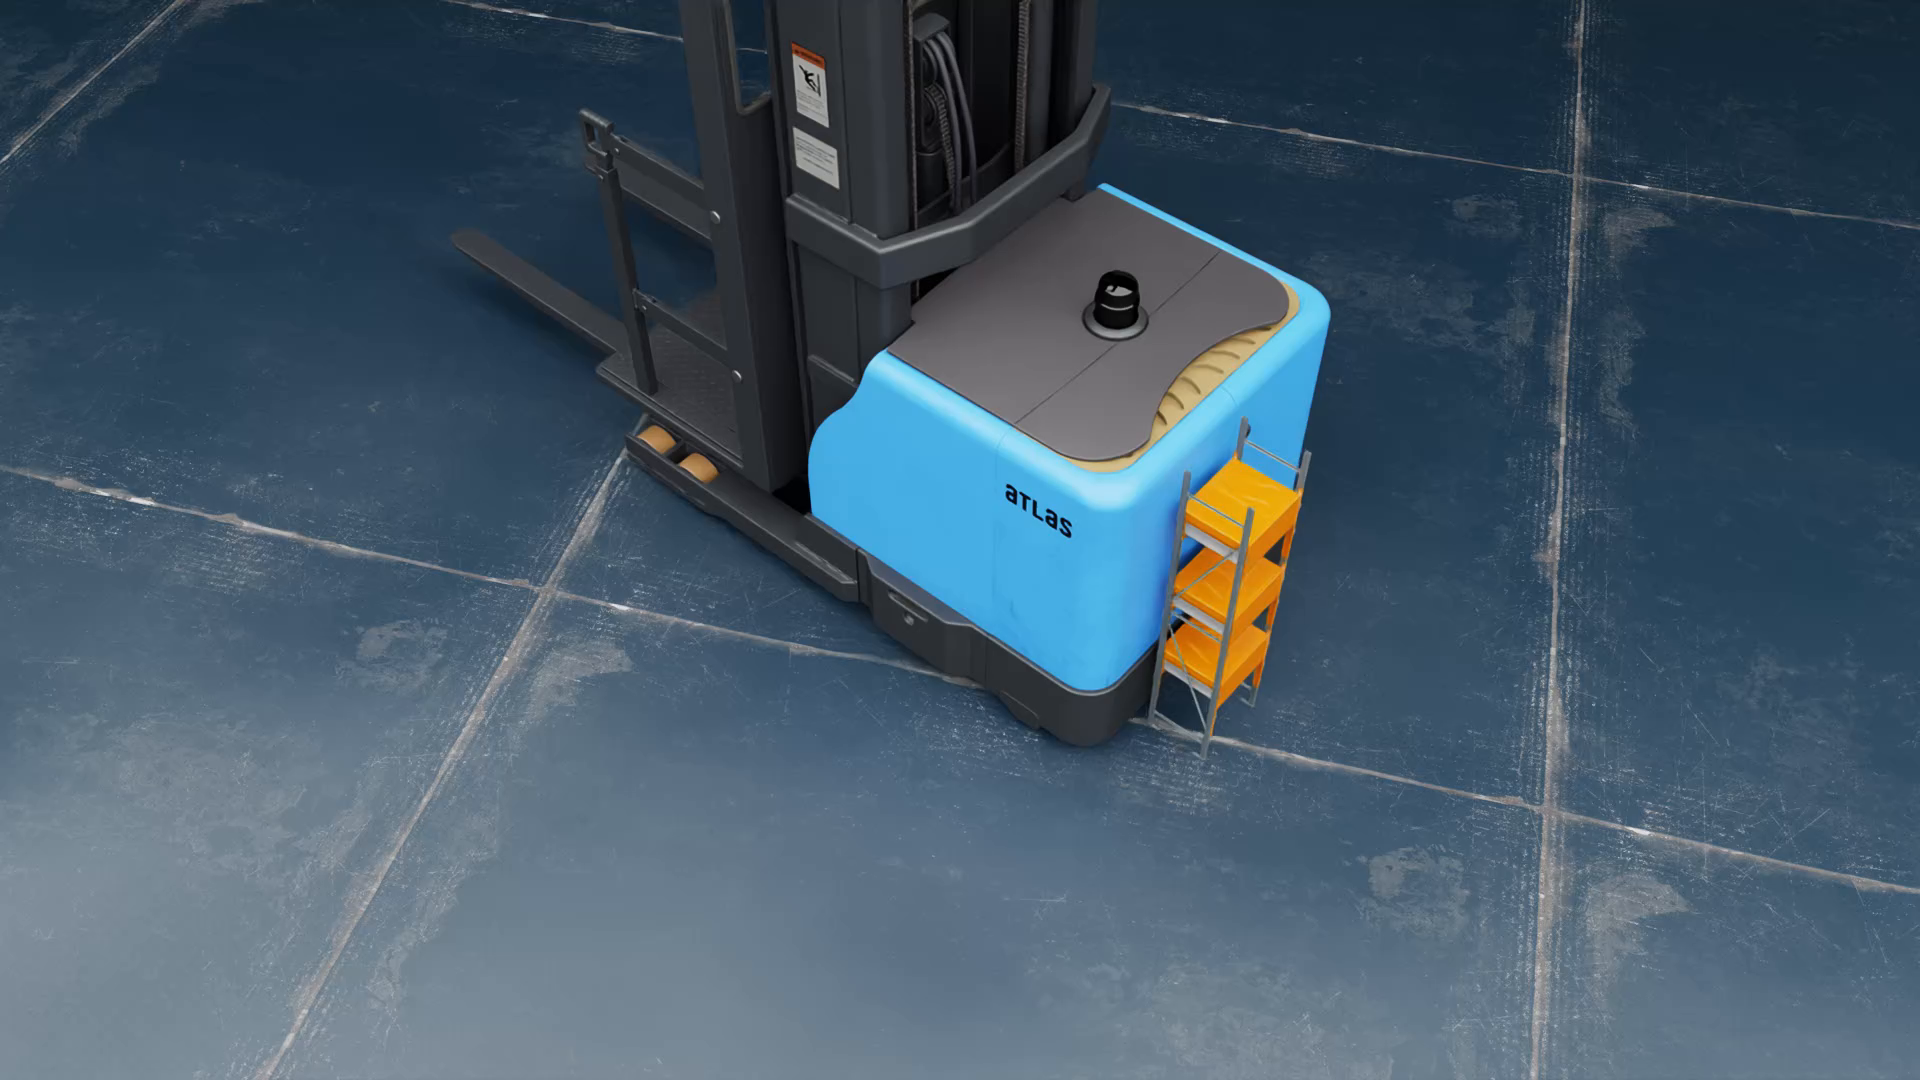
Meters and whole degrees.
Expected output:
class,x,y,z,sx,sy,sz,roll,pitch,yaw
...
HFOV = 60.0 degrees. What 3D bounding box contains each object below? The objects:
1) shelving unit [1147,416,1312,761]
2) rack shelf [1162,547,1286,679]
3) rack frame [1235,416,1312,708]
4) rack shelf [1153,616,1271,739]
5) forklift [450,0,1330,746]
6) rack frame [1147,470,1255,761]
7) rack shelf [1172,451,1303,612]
class,x,y,z,sx,sy,sz,roll,pitch,yaw
shelving unit,0.696,0.159,4.409,0.215,1.050,0.252,33,56,25
rack shelf,0.696,0.166,4.417,0.215,0.259,0.240,33,56,25
rack frame,0.775,0.089,4.471,0.200,1.050,0.008,33,56,25
rack shelf,0.696,0.350,4.626,0.215,0.259,0.240,33,56,25
forklift,-0.447,-1.351,4.488,3.031,2.935,1.130,33,56,26
rack frame,0.616,0.228,4.348,0.200,1.050,0.008,33,56,25
rack shelf,0.696,-0.022,4.204,0.215,0.259,0.240,33,56,25
